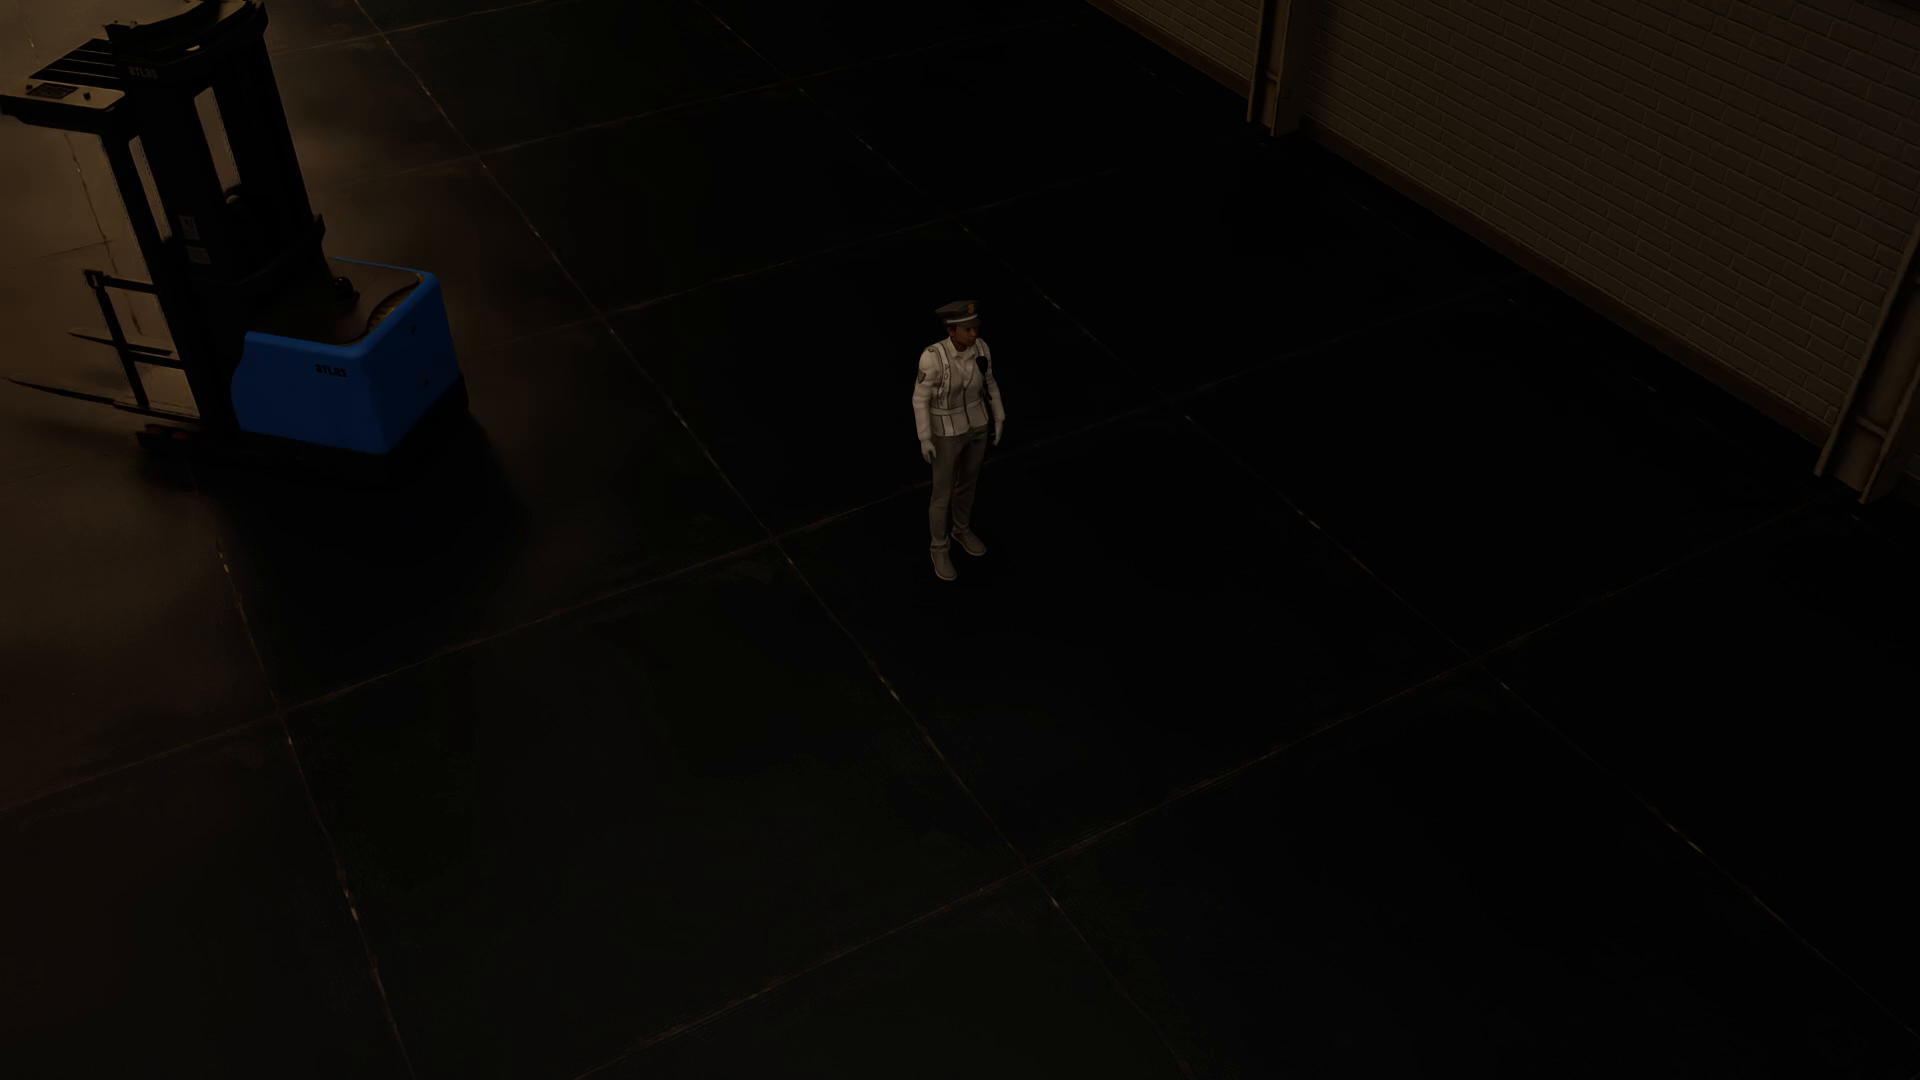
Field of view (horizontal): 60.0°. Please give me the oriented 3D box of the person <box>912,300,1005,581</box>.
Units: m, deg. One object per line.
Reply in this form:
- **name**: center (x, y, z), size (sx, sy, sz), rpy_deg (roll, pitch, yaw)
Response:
- **person**: center (0.028, -0.617, 9.738), size (0.586, 1.694, 0.530), rpy_deg (-20, 44, -23)

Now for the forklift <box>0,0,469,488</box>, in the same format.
- **forklift**: center (-4.926, -1.992, 10.438), size (3.031, 2.935, 1.130), rpy_deg (10, 41, 12)
